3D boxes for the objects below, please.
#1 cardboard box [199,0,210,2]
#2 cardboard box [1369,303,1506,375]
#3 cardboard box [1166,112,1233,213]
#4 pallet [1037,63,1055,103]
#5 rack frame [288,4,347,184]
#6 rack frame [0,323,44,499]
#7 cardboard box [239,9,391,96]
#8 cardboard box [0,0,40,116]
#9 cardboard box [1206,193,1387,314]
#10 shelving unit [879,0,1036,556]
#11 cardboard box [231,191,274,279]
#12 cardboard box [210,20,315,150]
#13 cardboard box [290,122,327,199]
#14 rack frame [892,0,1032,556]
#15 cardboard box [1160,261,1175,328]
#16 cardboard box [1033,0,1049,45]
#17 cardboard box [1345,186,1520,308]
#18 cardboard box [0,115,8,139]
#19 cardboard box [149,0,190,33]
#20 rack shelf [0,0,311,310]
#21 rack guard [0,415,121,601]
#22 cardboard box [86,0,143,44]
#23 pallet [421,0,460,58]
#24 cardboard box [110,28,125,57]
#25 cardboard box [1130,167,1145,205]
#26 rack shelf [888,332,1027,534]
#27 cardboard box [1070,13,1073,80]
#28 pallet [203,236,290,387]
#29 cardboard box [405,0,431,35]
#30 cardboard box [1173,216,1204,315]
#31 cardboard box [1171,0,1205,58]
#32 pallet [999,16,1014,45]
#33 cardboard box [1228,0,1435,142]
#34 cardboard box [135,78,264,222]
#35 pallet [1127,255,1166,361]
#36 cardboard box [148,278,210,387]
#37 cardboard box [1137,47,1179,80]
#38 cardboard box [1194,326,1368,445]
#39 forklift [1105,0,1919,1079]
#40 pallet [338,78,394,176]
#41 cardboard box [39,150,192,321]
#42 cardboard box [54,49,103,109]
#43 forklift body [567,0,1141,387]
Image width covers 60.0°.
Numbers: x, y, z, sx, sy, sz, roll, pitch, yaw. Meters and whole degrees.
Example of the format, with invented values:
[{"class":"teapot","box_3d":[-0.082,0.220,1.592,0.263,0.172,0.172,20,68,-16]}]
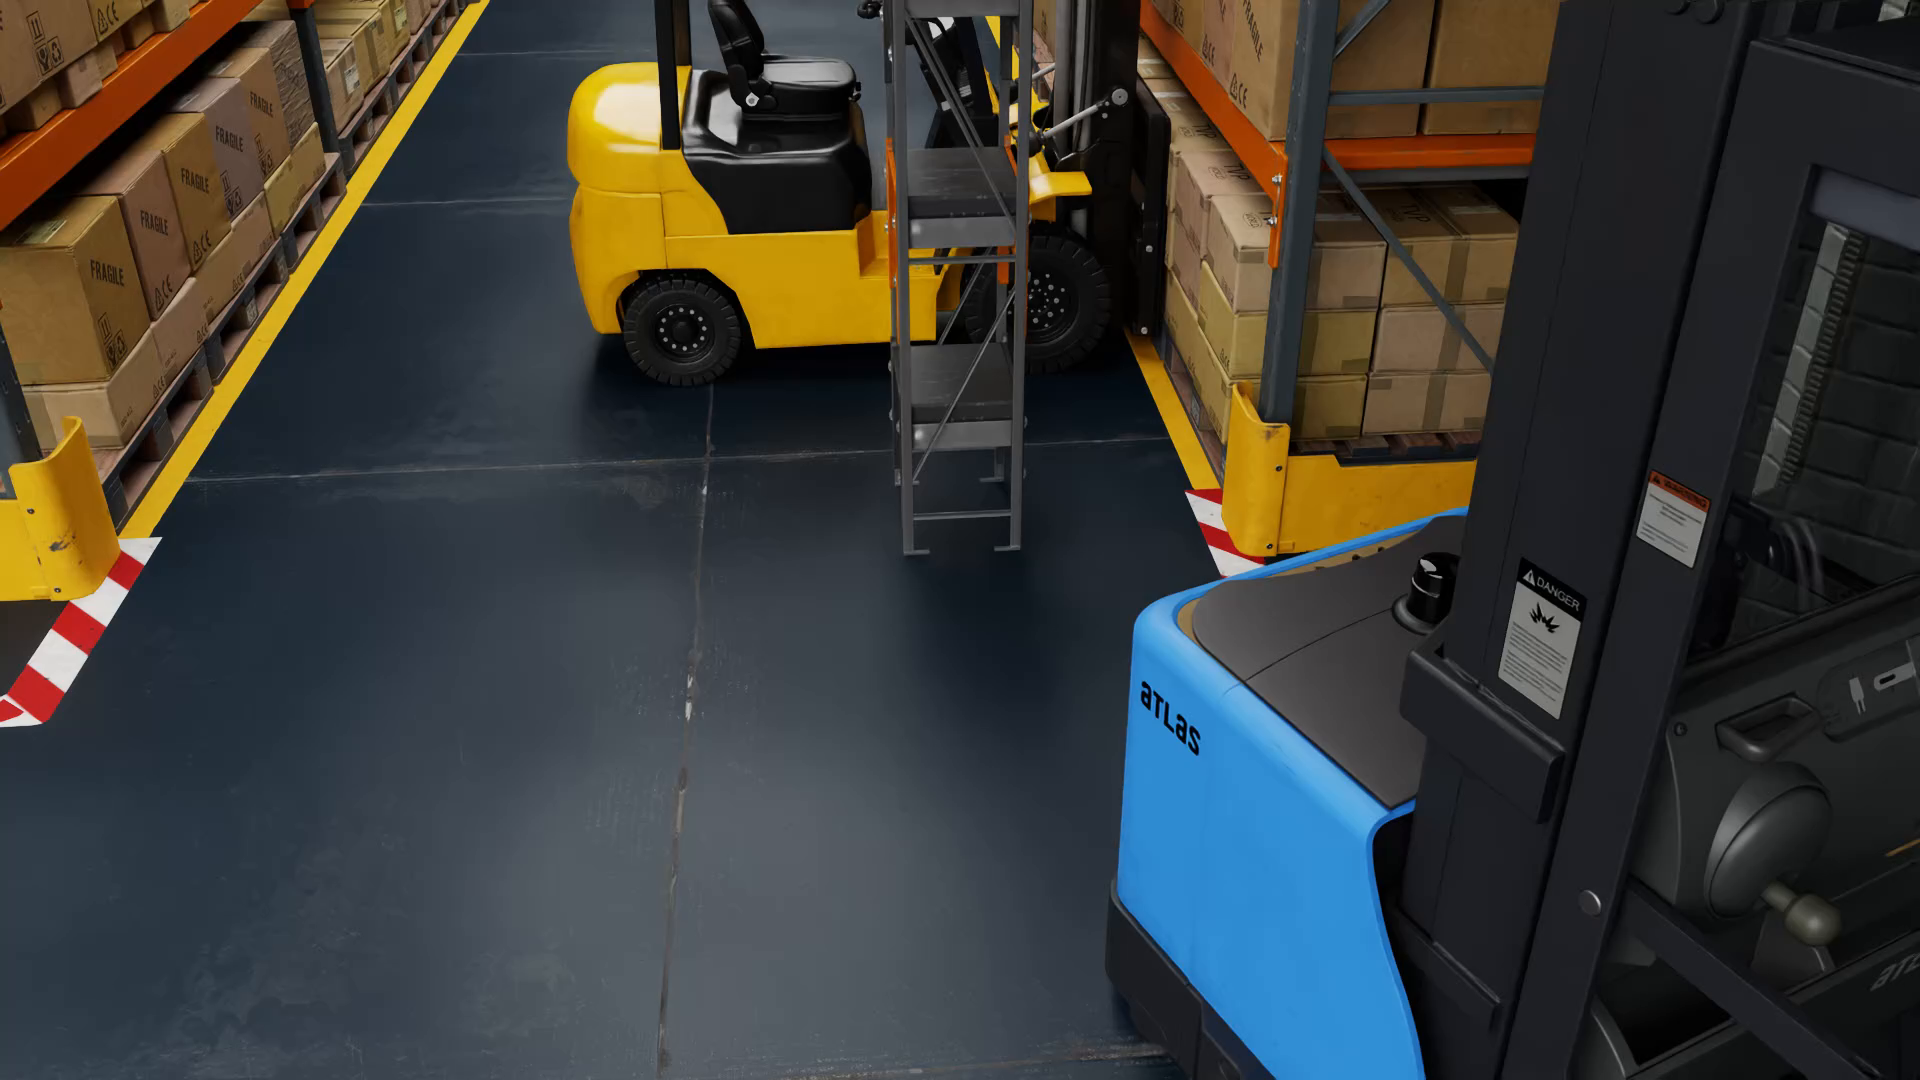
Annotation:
[{"class":"cardboard box","box_3d":[-3.368,-2.382,7.059,0.380,0.149,0.250,-3,31,-5]},{"class":"cardboard box","box_3d":[1.679,-0.820,5.983,0.500,0.250,0.500,-2,31,-4]},{"class":"cardboard box","box_3d":[1.052,-1.523,6.671,0.500,0.250,0.500,-2,31,-4]},{"class":"pallet","box_3d":[1.034,-2.575,9.856,1.003,0.211,1.213,-3,31,-5]},{"class":"rack frame","box_3d":[-3.800,-3.158,8.113,1.000,3.000,0.127,-3,31,-5]},{"class":"rack frame","box_3d":[-3.426,-1.116,4.694,1.000,3.000,0.127,-3,31,-5]},{"class":"cardboard box","box_3d":[-3.922,-2.845,9.741,0.950,0.372,0.625,-1,31,-1]},{"class":"cardboard box","box_3d":[-3.194,-1.542,5.019,0.500,0.500,0.500,-3,31,-5]},{"class":"cardboard box","box_3d":[1.162,-1.005,5.805,0.500,0.250,0.500,-2,31,-3]},{"class":"shelving unit","box_3d":[-0.015,-0.986,5.353,0.431,2.100,0.503,-3,31,-5]},{"class":"cardboard box","box_3d":[-3.374,-1.338,7.337,0.500,0.250,0.500,-2,31,-4]},{"class":"cardboard box","box_3d":[-3.477,-2.191,8.034,0.500,0.500,0.500,-3,31,-5]},{"class":"cardboard box","box_3d":[-3.477,-1.869,8.226,0.500,0.250,0.500,-1,31,-2]},{"class":"rack frame","box_3d":[0.007,-0.861,5.144,0.400,2.100,0.015,-3,31,-5]},{"class":"cardboard box","box_3d":[1.082,-1.091,6.923,0.500,0.250,0.500,-2,31,-4]},{"class":"cardboard box","box_3d":[0.945,-3.605,10.767,0.875,0.625,0.625,-4,31,-7]},{"class":"cardboard box","box_3d":[1.659,-1.039,5.862,0.500,0.250,0.500,-3,31,-5]},{"class":"cardboard box","box_3d":[-3.289,-1.320,5.280,0.380,0.149,0.250,-2,31,-4]},{"class":"cardboard box","box_3d":[-3.314,-2.121,6.621,0.380,0.149,0.250,-2,31,-4]},{"class":"rack shelf","box_3d":[-3.613,-1.828,6.588,1.077,0.370,4.000,-3,31,-5]},{"class":"rack guard","box_3d":[-3.433,-0.082,5.400,1.175,0.500,0.348,-3,31,-5]},{"class":"cardboard box","box_3d":[-3.294,-2.066,5.897,0.500,0.500,0.500,-3,31,-6]},{"class":"pallet","box_3d":[-4.102,-3.604,11.579,1.003,0.211,1.213,-3,31,-5]},{"class":"cardboard box","box_3d":[-3.353,-1.854,6.173,0.380,0.149,0.250,-2,31,-3]},{"class":"cardboard box","box_3d":[1.011,-1.579,7.252,0.500,0.250,0.500,-3,31,-5]},{"class":"rack shelf","box_3d":[-0.015,-0.373,5.719,0.431,0.518,0.480,-3,31,-5]},{"class":"cardboard box","box_3d":[1.082,-2.825,9.460,0.875,0.625,0.625,-1,31,-2]},{"class":"pallet","box_3d":[-3.585,-0.996,7.211,1.003,0.211,1.213,-3,31,-5]},{"class":"cardboard box","box_3d":[-4.054,-3.587,10.984,0.950,0.372,0.625,-3,31,-6]},{"class":"cardboard box","box_3d":[1.123,-1.060,6.385,0.500,0.250,0.500,-3,31,-5]},{"class":"cardboard box","box_3d":[1.121,-2.164,6.351,0.500,0.500,0.500,-3,31,-6]},{"class":"pallet","box_3d":[0.806,-3.821,11.941,1.003,0.211,1.213,-3,31,-5]},{"class":"cardboard box","box_3d":[1.208,-1.638,5.469,0.500,0.500,0.500,-3,31,-6]},{"class":"cardboard box","box_3d":[-3.379,-1.671,7.163,0.500,0.500,0.500,-1,31,-2]},{"class":"pallet","box_3d":[1.292,-1.169,7.501,1.003,0.211,1.213,-3,31,-5]},{"class":"cardboard box","box_3d":[-3.266,-0.802,6.440,0.500,0.250,0.500,-2,31,-3]},{"class":"cardboard box","box_3d":[0.970,-2.050,7.554,0.500,0.250,0.500,-2,31,-3]},{"class":"cardboard box","box_3d":[1.157,-0.581,6.069,0.500,0.250,0.500,-3,31,-4]},{"class":"forklift","box_3d":[1.478,0.348,2.309,1.130,2.935,3.031,-15,34,-24]},{"class":"pallet","box_3d":[-3.874,-2.359,9.493,1.003,0.211,1.213,-3,31,-5]},{"class":"cardboard box","box_3d":[-3.282,-1.142,6.277,0.500,0.500,0.500,-4,31,-6]},{"class":"cardboard box","box_3d":[-3.211,-1.591,5.733,0.380,0.149,0.250,-2,31,-4]},{"class":"forklift body","box_3d":[-0.478,-1.872,6.787,2.313,2.155,1.214,-3,31,-5]}]
